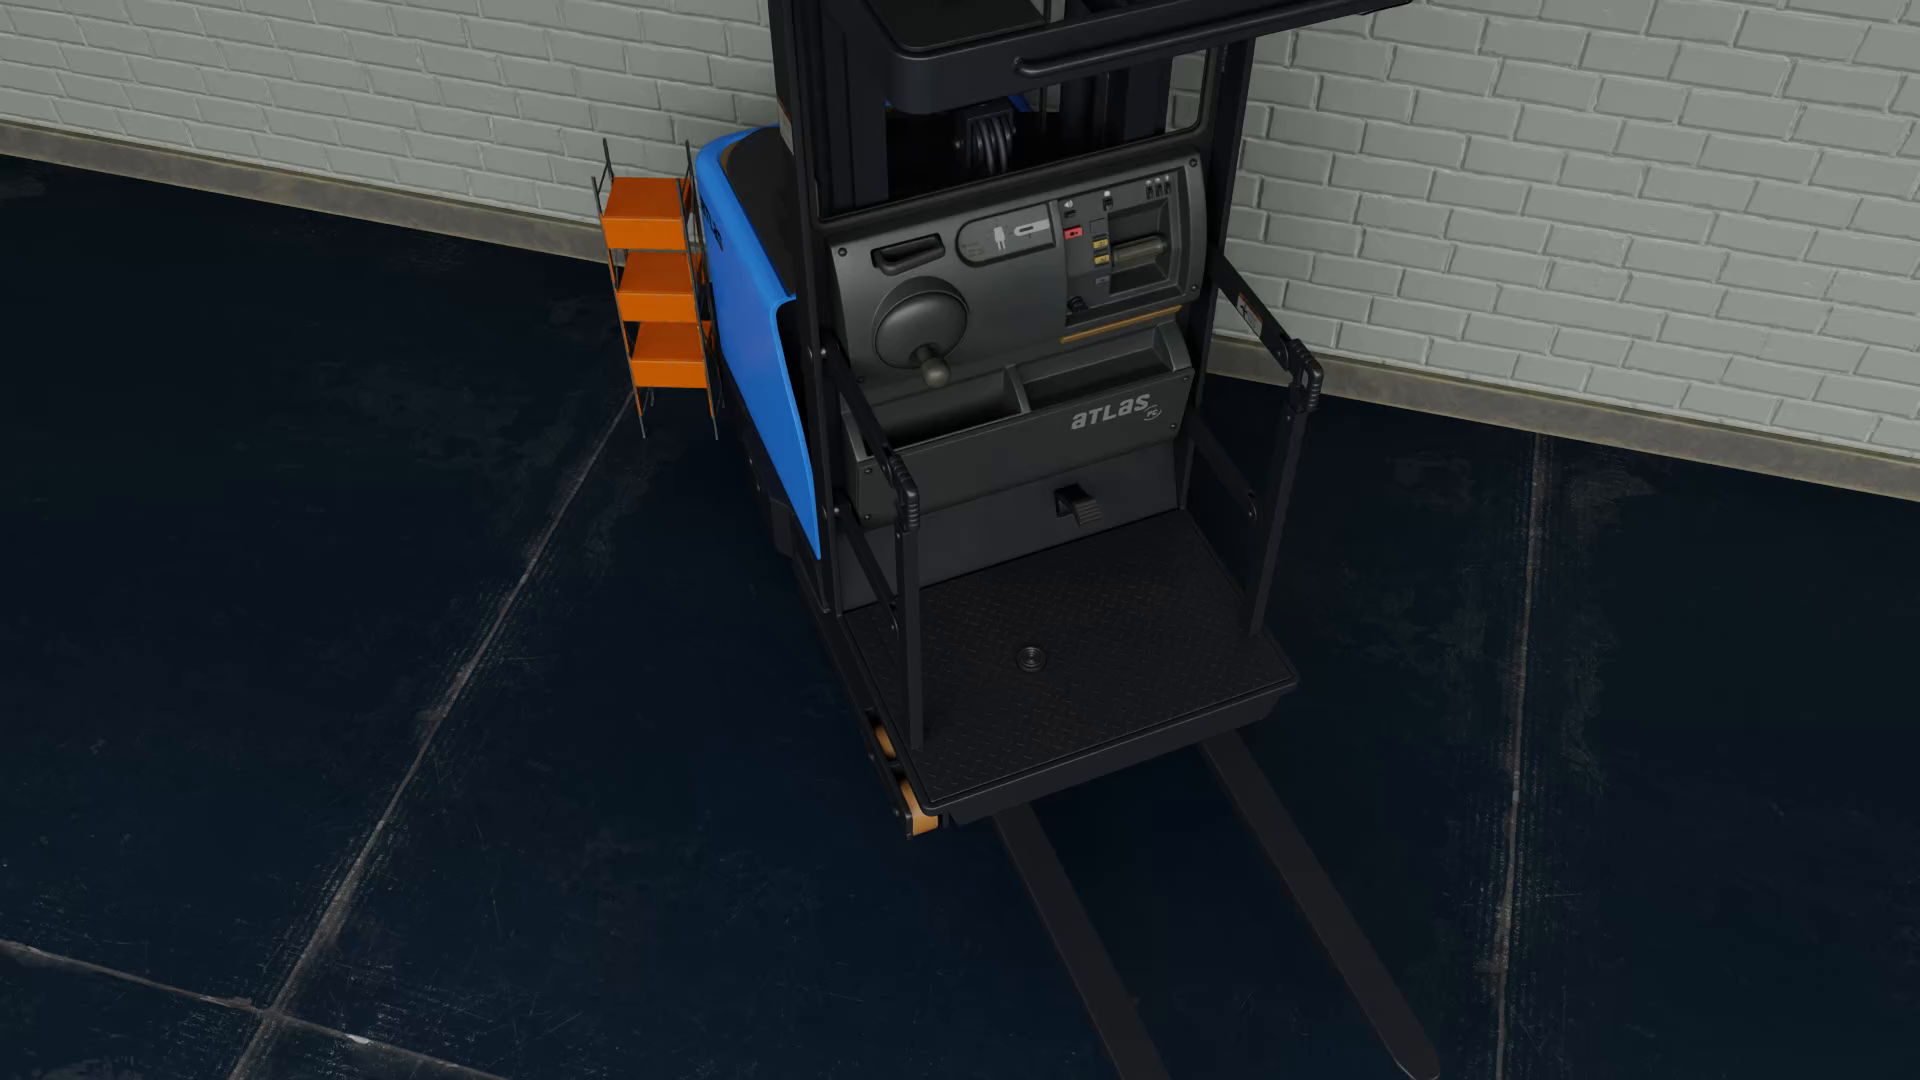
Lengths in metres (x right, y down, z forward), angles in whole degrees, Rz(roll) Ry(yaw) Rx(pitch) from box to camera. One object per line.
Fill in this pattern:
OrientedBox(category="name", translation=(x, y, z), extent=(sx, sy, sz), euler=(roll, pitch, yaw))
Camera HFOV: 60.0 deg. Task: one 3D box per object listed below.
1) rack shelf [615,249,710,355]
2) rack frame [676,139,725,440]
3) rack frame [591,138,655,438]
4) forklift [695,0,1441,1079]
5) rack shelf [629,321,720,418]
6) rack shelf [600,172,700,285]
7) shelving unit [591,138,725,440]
OrientedBox(category="rack shelf", translation=(-0.928, -0.752, 5.227), extent=(0.240, 0.259, 0.215), euler=(2, 49, 1))
OrientedBox(category="rack frame", translation=(-0.806, -0.755, 5.217), extent=(0.008, 1.050, 0.200), euler=(2, 49, 1))
OrientedBox(category="rack frame", translation=(-1.050, -0.762, 5.222), extent=(0.008, 1.050, 0.200), euler=(2, 49, 1))
OrientedBox(category="forklift", translation=(0.236, -0.536, 3.768), extent=(1.130, 2.935, 3.031), euler=(-17, 51, -14))
OrientedBox(category="rack shelf", translation=(-0.928, -0.568, 5.436), extent=(0.240, 0.259, 0.215), euler=(2, 49, 1))
OrientedBox(category="rack shelf", translation=(-0.928, -0.940, 5.015), extent=(0.240, 0.259, 0.215), euler=(2, 49, 1))
OrientedBox(category="shelving unit", translation=(-0.928, -0.759, 5.219), extent=(0.252, 1.050, 0.215), euler=(2, 49, 1))
